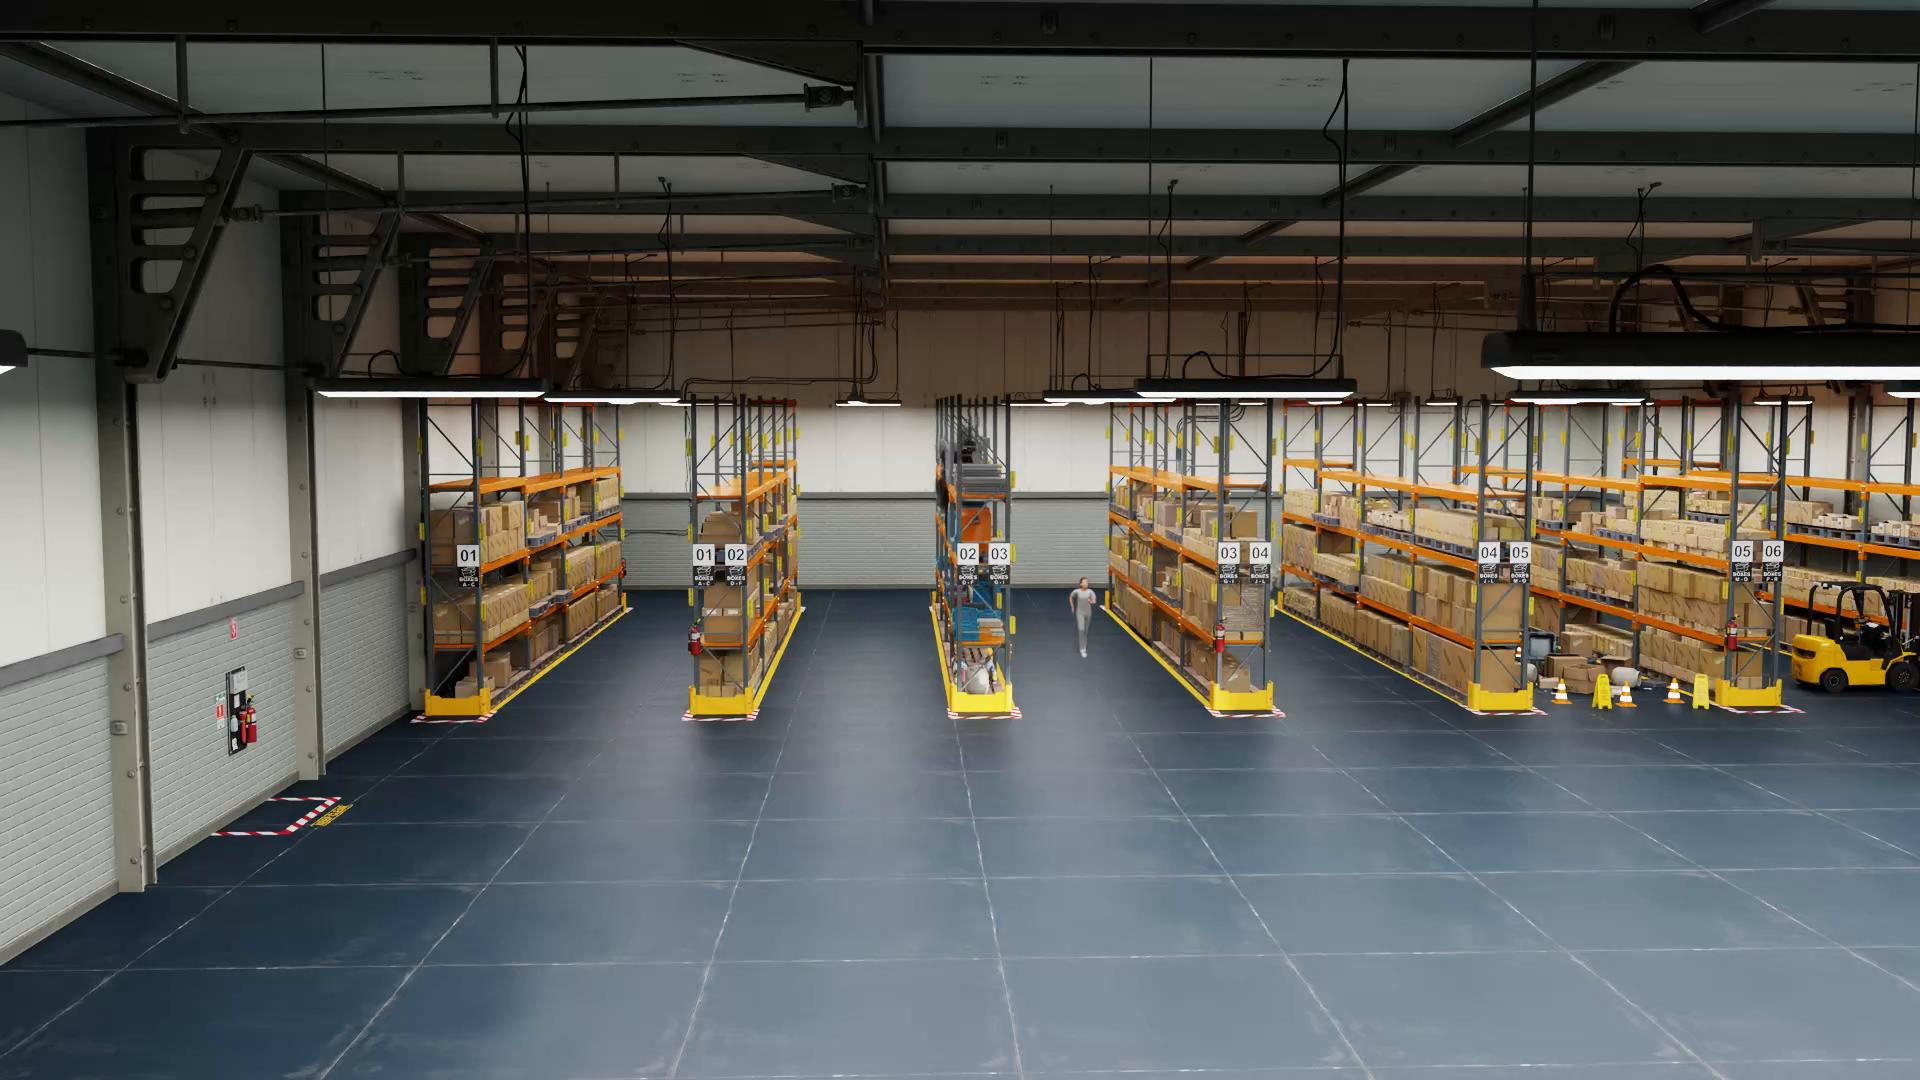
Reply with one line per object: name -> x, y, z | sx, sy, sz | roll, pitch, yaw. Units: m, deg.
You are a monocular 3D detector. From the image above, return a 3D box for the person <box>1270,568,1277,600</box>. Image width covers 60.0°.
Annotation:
person -> 8.108, 1.375, 44.193 | 0.639, 1.824, 0.737 | 0, 4, 2

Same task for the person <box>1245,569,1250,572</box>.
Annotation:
person -> 8.004, 1.301, 45.596 | 0.663, 1.744, 1.087 | 1, 5, 7

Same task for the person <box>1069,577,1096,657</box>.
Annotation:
person -> 2.739, 1.684, 36.845 | 0.543, 1.730, 0.786 | -1, 5, -13

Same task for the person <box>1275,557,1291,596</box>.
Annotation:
person -> 9.612, 1.012, 49.072 | 0.644, 1.698, 0.790 | 1, 5, 8
